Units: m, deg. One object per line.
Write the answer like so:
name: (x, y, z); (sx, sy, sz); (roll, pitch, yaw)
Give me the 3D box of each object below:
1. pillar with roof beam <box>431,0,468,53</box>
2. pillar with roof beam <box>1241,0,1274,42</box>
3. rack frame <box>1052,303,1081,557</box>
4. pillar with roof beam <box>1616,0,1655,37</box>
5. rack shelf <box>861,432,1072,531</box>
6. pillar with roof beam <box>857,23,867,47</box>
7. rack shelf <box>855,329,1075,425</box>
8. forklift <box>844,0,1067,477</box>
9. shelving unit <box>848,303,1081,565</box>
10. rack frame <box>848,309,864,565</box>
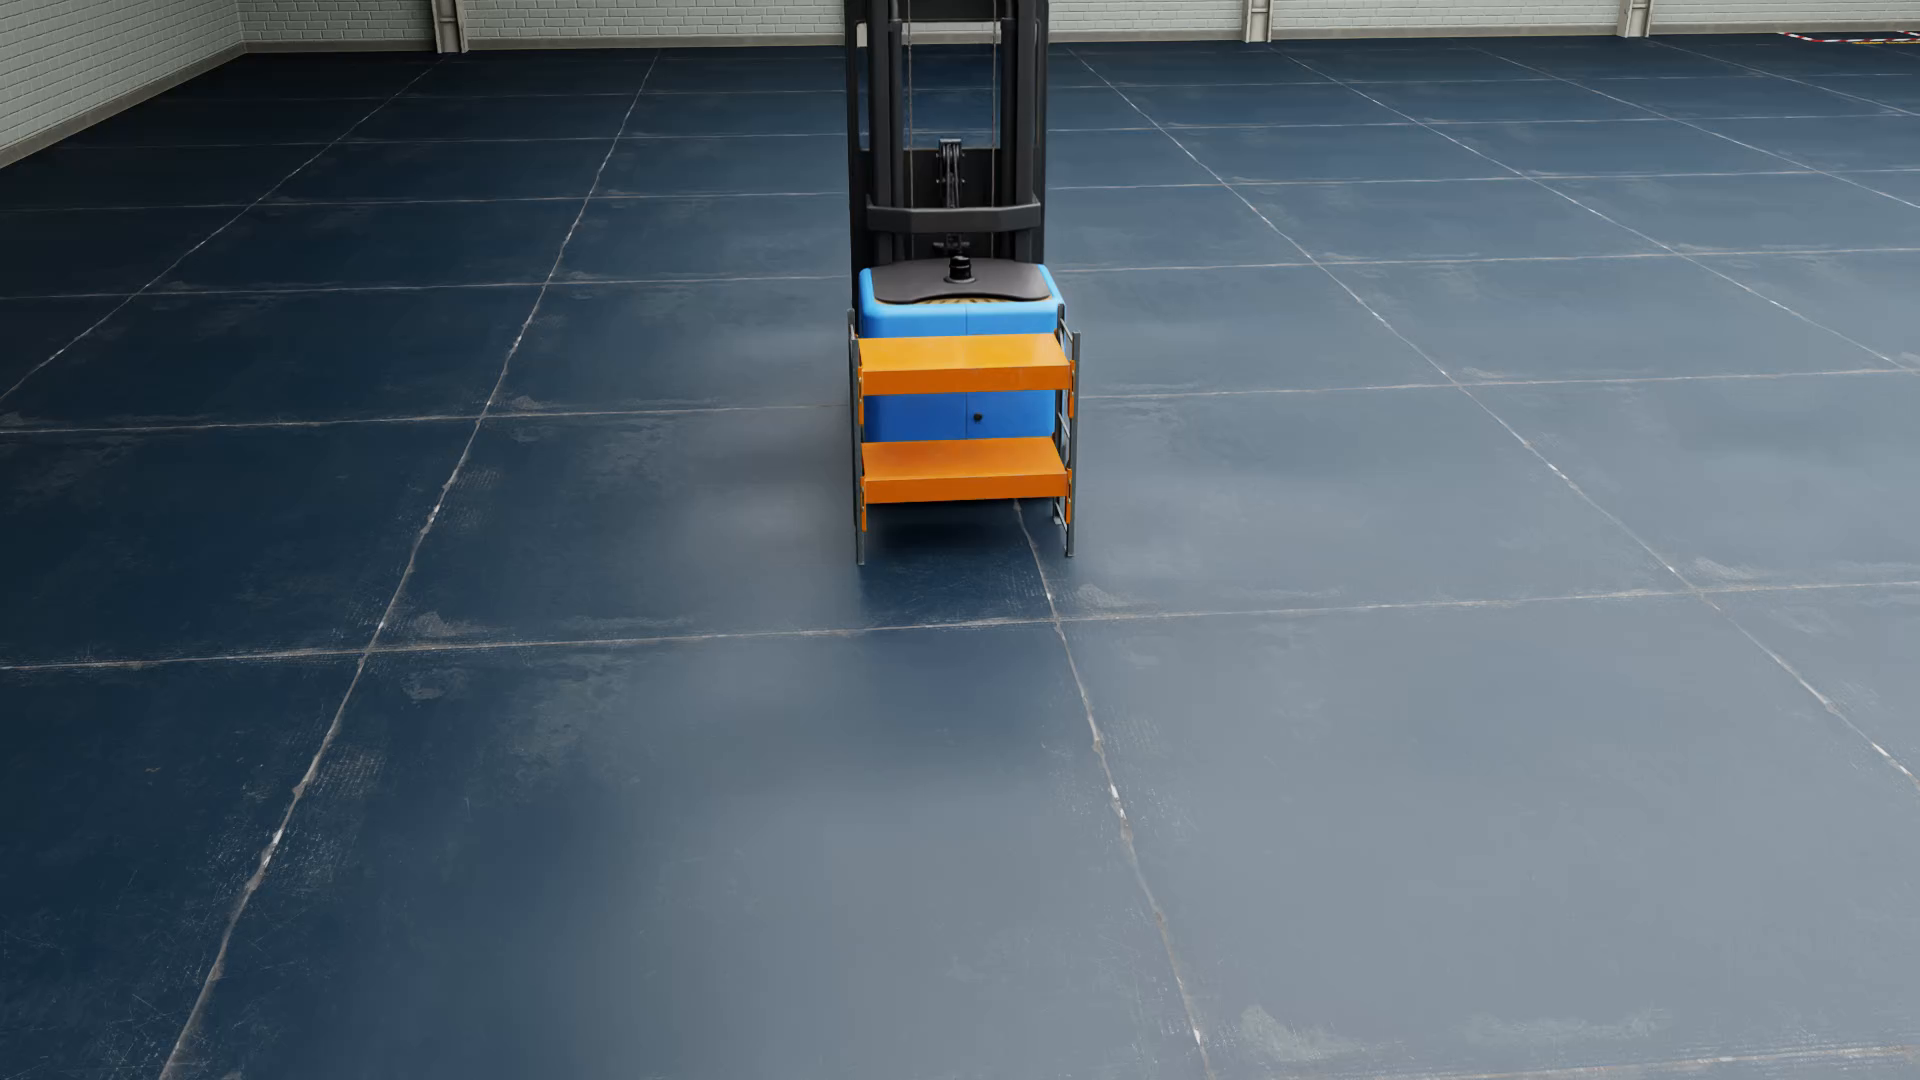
pillar with roof beam: (-6.998, -9.526, 18.603); (0.400, 9.000, 9.100); (-2, 24, -5)
pillar with roof beam: (4.944, -10.005, 19.681); (0.400, 9.000, 9.100); (-2, 24, -5)
rack frame: (0.513, -0.535, 8.068); (0.032, 1.125, 0.500); (-2, 24, -5)
pillar with roof beam: (10.915, -10.245, 20.219); (0.400, 9.000, 9.100); (-2, 24, -5)
rack shelf: (0.007, -0.291, 8.121); (1.000, 0.278, 0.538); (-2, 24, -5)
pillar with roof beam: (-1.027, -9.766, 19.142); (0.400, 9.000, 9.100); (-2, 24, -5)
rack shelf: (0.007, -0.782, 7.903); (1.000, 0.278, 0.538); (-2, 24, -5)
forklift: (-0.093, -2.116, 9.402); (1.130, 2.935, 3.031); (-2, 24, -4)
shelving unit: (0.007, -0.514, 8.022); (1.048, 1.125, 0.538); (-2, 24, -5)
rack frame: (-0.499, -0.494, 7.976); (0.032, 1.125, 0.500); (-2, 24, -5)
